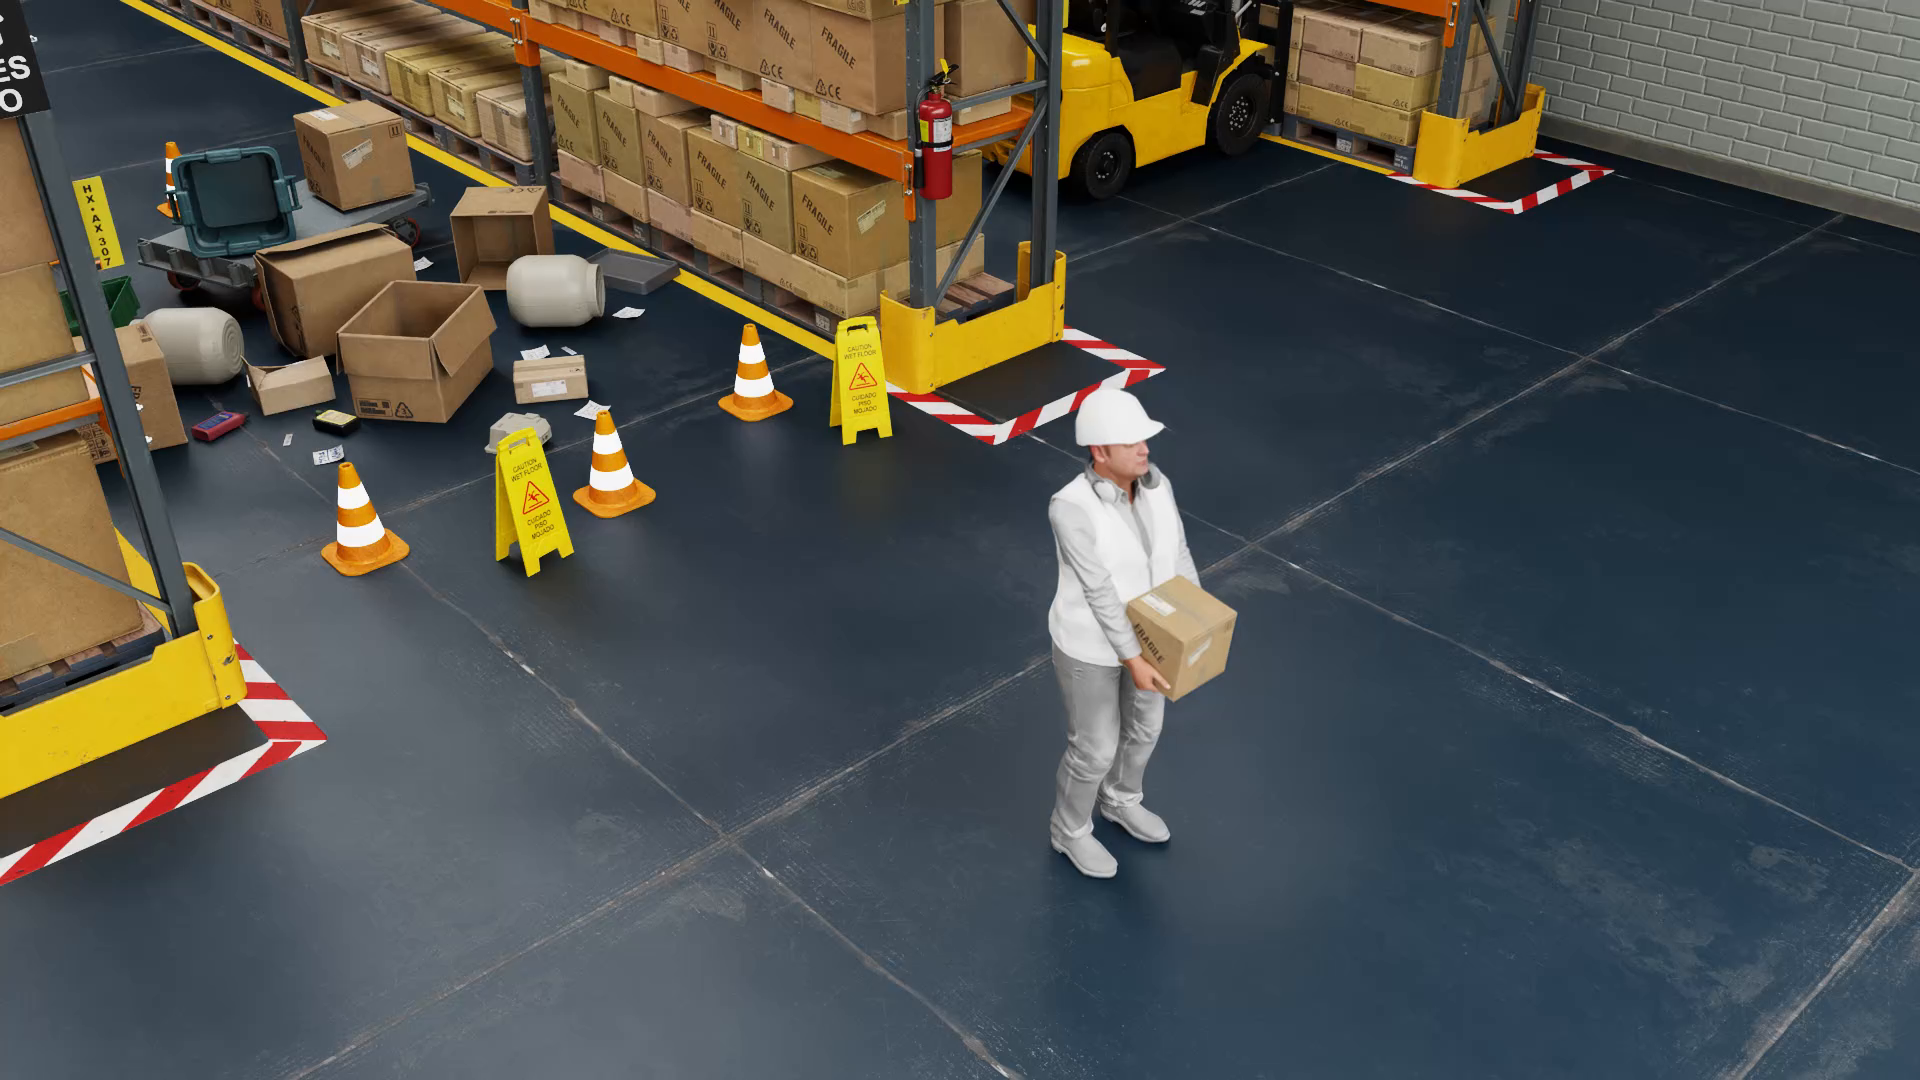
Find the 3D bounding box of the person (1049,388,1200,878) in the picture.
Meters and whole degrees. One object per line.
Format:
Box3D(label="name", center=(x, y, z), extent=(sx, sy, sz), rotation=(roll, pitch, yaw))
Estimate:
Box3D(label="person", center=(0.587, 0.353, 5.544), extent=(0.494, 1.762, 0.560), rotation=(-25, 40, -35))
